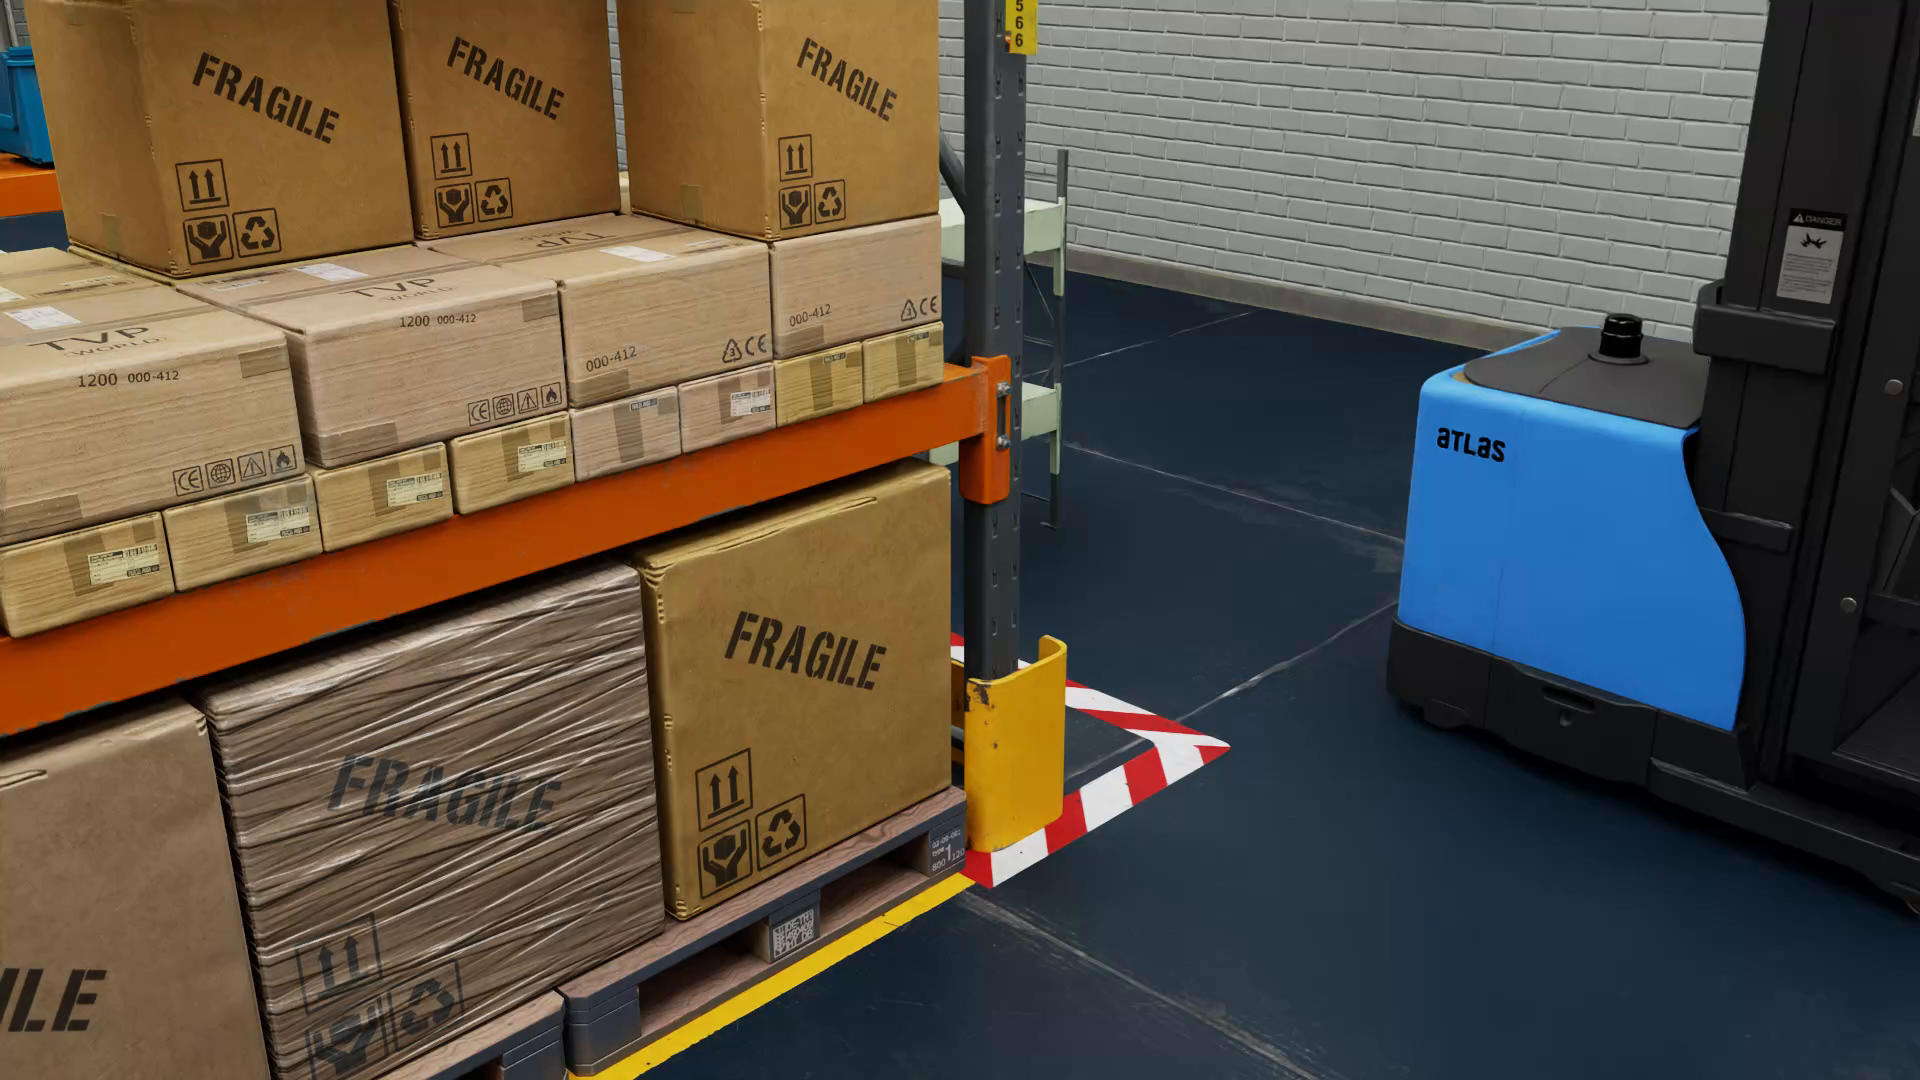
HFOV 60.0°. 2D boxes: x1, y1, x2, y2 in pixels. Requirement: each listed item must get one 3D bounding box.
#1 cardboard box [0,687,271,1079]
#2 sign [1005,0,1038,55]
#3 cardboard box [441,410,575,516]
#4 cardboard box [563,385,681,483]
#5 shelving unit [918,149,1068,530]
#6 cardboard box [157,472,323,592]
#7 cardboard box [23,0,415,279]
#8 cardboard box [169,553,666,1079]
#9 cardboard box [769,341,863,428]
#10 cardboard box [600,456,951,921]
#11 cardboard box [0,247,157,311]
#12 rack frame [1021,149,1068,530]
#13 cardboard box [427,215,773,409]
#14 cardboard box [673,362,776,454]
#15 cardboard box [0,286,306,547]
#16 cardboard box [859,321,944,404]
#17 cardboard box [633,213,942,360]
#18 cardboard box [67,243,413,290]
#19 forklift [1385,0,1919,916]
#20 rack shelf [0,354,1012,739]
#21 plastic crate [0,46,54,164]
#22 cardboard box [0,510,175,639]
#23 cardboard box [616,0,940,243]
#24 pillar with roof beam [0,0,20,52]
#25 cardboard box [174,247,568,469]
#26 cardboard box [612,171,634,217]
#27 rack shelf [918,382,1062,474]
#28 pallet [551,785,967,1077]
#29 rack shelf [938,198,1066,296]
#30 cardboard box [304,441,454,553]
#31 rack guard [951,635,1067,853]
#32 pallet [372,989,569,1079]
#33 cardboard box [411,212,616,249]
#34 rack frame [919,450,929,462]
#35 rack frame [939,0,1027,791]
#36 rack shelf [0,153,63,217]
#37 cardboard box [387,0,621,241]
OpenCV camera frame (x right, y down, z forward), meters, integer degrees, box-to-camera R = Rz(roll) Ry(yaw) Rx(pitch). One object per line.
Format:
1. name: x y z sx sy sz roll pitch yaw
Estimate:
1. cardboard box: -1.888 0.699 2.952 0.875 0.875 0.875 19 28 41
2. sign: 0.136 -1.256 3.717 0.100 0.325 0.005 19 28 41
3. cardboard box: -0.967 -0.190 3.238 0.380 0.149 0.250 18 28 39
4. cardboard box: -0.787 -0.257 3.413 0.250 0.149 0.380 -20 28 -41
5. shelving unit: -0.005 -0.698 6.301 0.431 1.500 0.755 19 28 41
6. cardboard box: -1.322 -0.060 2.900 0.250 0.149 0.380 -19 28 -41
7. cardboard box: -1.477 -0.844 3.339 0.500 0.500 0.500 18 28 39
8. cardboard box: -1.267 0.470 3.547 0.875 0.875 0.875 19 28 41
9. cardboard box: -0.436 -0.386 3.747 0.380 0.149 0.250 20 28 41
10. cardboard box: -0.632 0.236 4.155 0.875 0.875 0.875 19 28 41
11. cardboard box: -1.843 -0.358 3.120 0.500 0.250 0.500 19 28 40
12. rack frame: 0.251 -0.792 6.546 0.400 1.500 0.023 19 28 41
13. cardboard box: -0.746 -0.492 3.467 0.500 0.250 0.500 19 28 40
14. cardboard box: -0.613 -0.321 3.579 0.380 0.149 0.250 19 28 41
15. cardboard box: -1.461 -0.226 2.776 0.500 0.250 0.500 19 28 41
16. cardboard box: -0.256 -0.453 3.922 0.250 0.149 0.380 -20 28 -41
17. cardboard box: -0.391 -0.622 3.806 0.500 0.250 0.500 19 28 40
18. cardboard box: -1.483 -0.494 3.472 0.500 0.250 0.500 18 27 39
19. forklift: 2.719 -0.584 4.010 1.130 2.935 3.031 -20 28 -41
20. rack shelf: -1.638 0.106 3.121 1.077 0.370 4.000 19 28 41
21. plastic crate: -3.892 -1.895 7.192 0.616 0.435 0.499 19 28 41
22. cardboard box: -1.503 0.007 2.724 0.380 0.149 0.250 18 28 39
23. cardboard box: -0.395 -0.972 3.672 0.500 0.500 0.500 20 29 41
24. pillar with roof beam: -6.542 -7.097 12.495 9.100 9.000 0.400 19 28 41
25. cardboard box: -1.100 -0.361 3.127 0.500 0.250 0.500 18 27 39
26. cardboard box: -0.772 -0.757 4.158 0.500 0.250 0.500 18 28 39
27. rack shelf: -0.005 -0.394 6.418 0.431 0.370 0.720 19 28 41
28. pallet: -0.745 0.783 4.244 1.003 0.211 1.213 19 28 41
29. rack shelf: -0.005 -1.063 6.161 0.431 0.370 0.720 19 28 41
30. cardboard box: -1.148 -0.123 3.064 0.380 0.149 0.250 19 28 41
31. rack guard: -0.227 0.417 4.794 1.175 0.500 0.348 19 28 41
32. pallet: -1.596 1.095 3.432 1.003 0.211 1.213 19 28 41
33. cardboard box: -1.129 -0.622 3.806 0.500 0.250 0.500 19 28 40
34. rack frame: -0.260 -0.604 6.056 0.400 1.500 0.023 19 28 41
35. rack frame: -0.243 -0.744 4.330 1.000 3.000 0.127 19 28 41
36. rack shelf: -5.187 -1.134 6.346 1.077 0.370 4.000 19 28 41
37. cardboard box: -1.120 -0.979 3.689 0.500 0.500 0.500 18 28 39
